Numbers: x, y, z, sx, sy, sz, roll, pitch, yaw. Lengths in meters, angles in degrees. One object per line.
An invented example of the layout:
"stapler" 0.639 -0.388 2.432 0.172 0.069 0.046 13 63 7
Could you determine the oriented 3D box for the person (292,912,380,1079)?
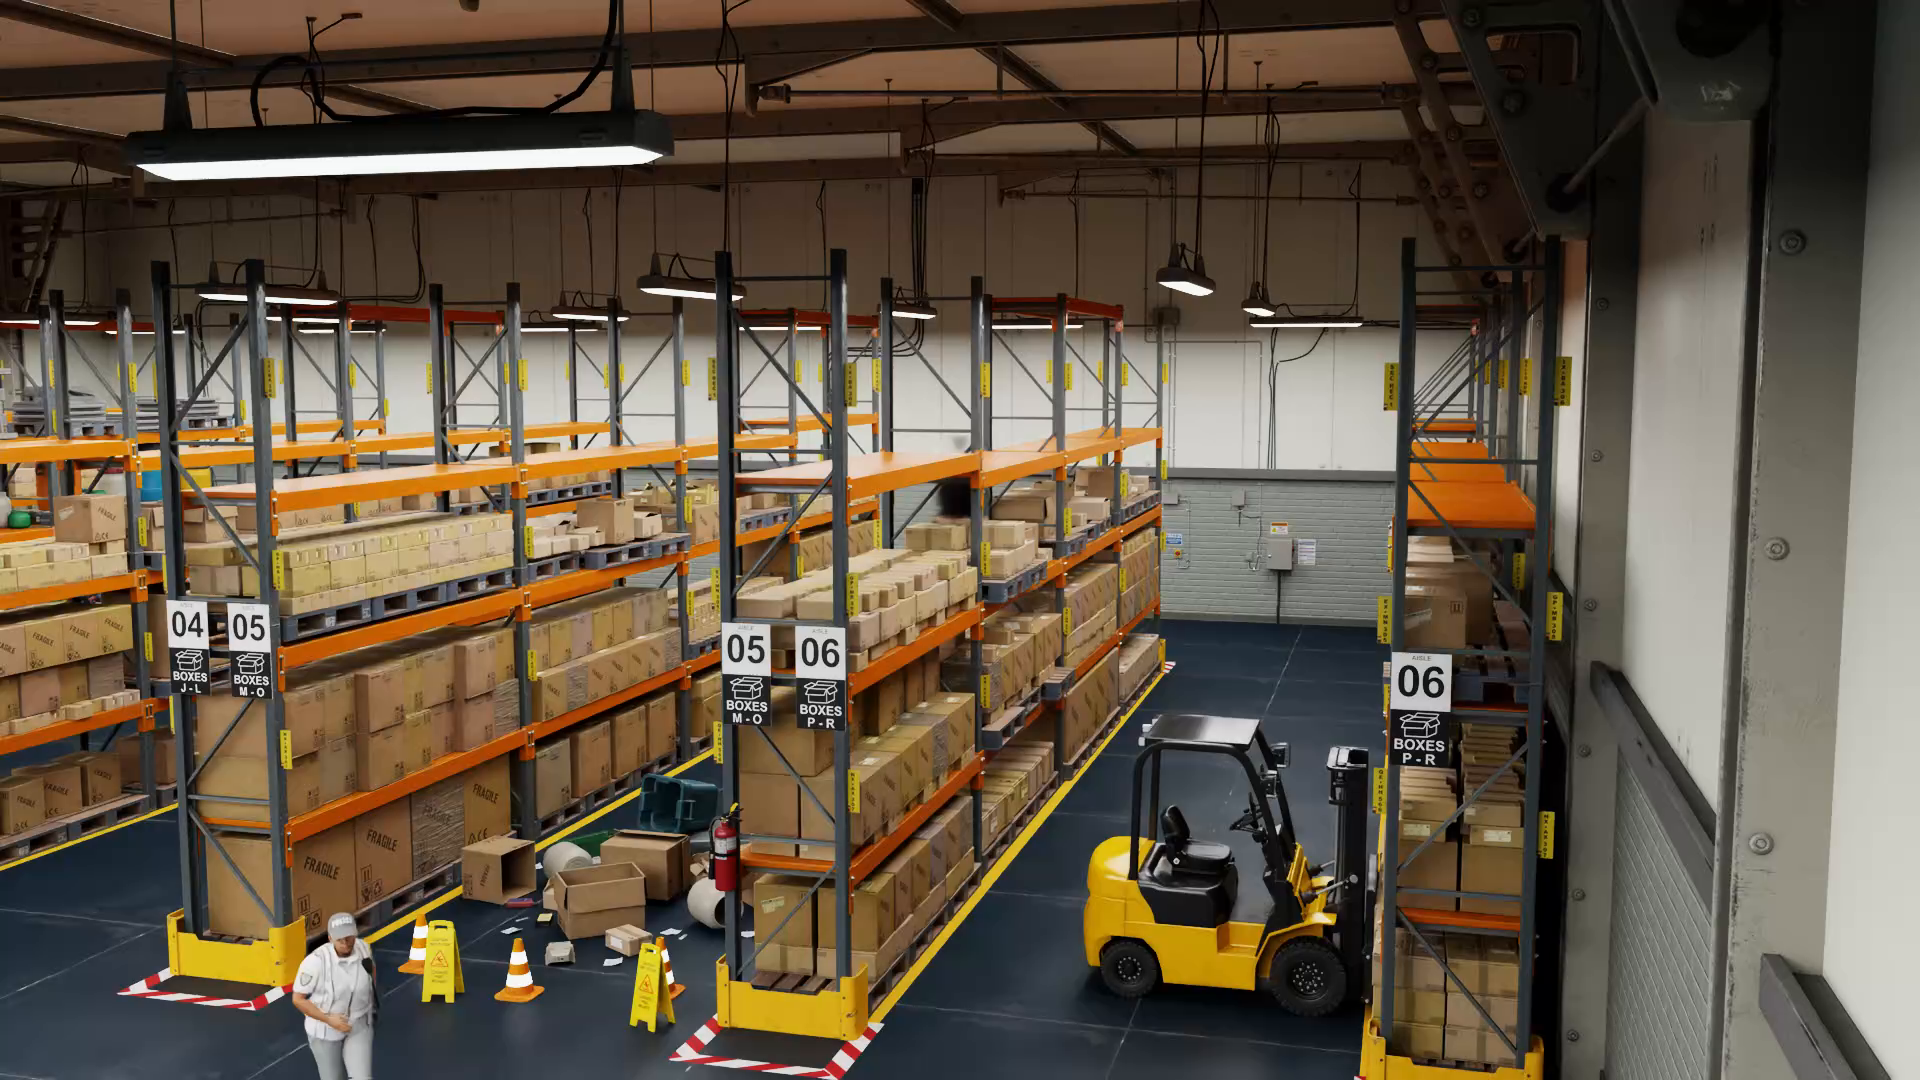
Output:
"person" -4.115 3.206 10.952 0.582 1.629 0.795 -4 7 -33
